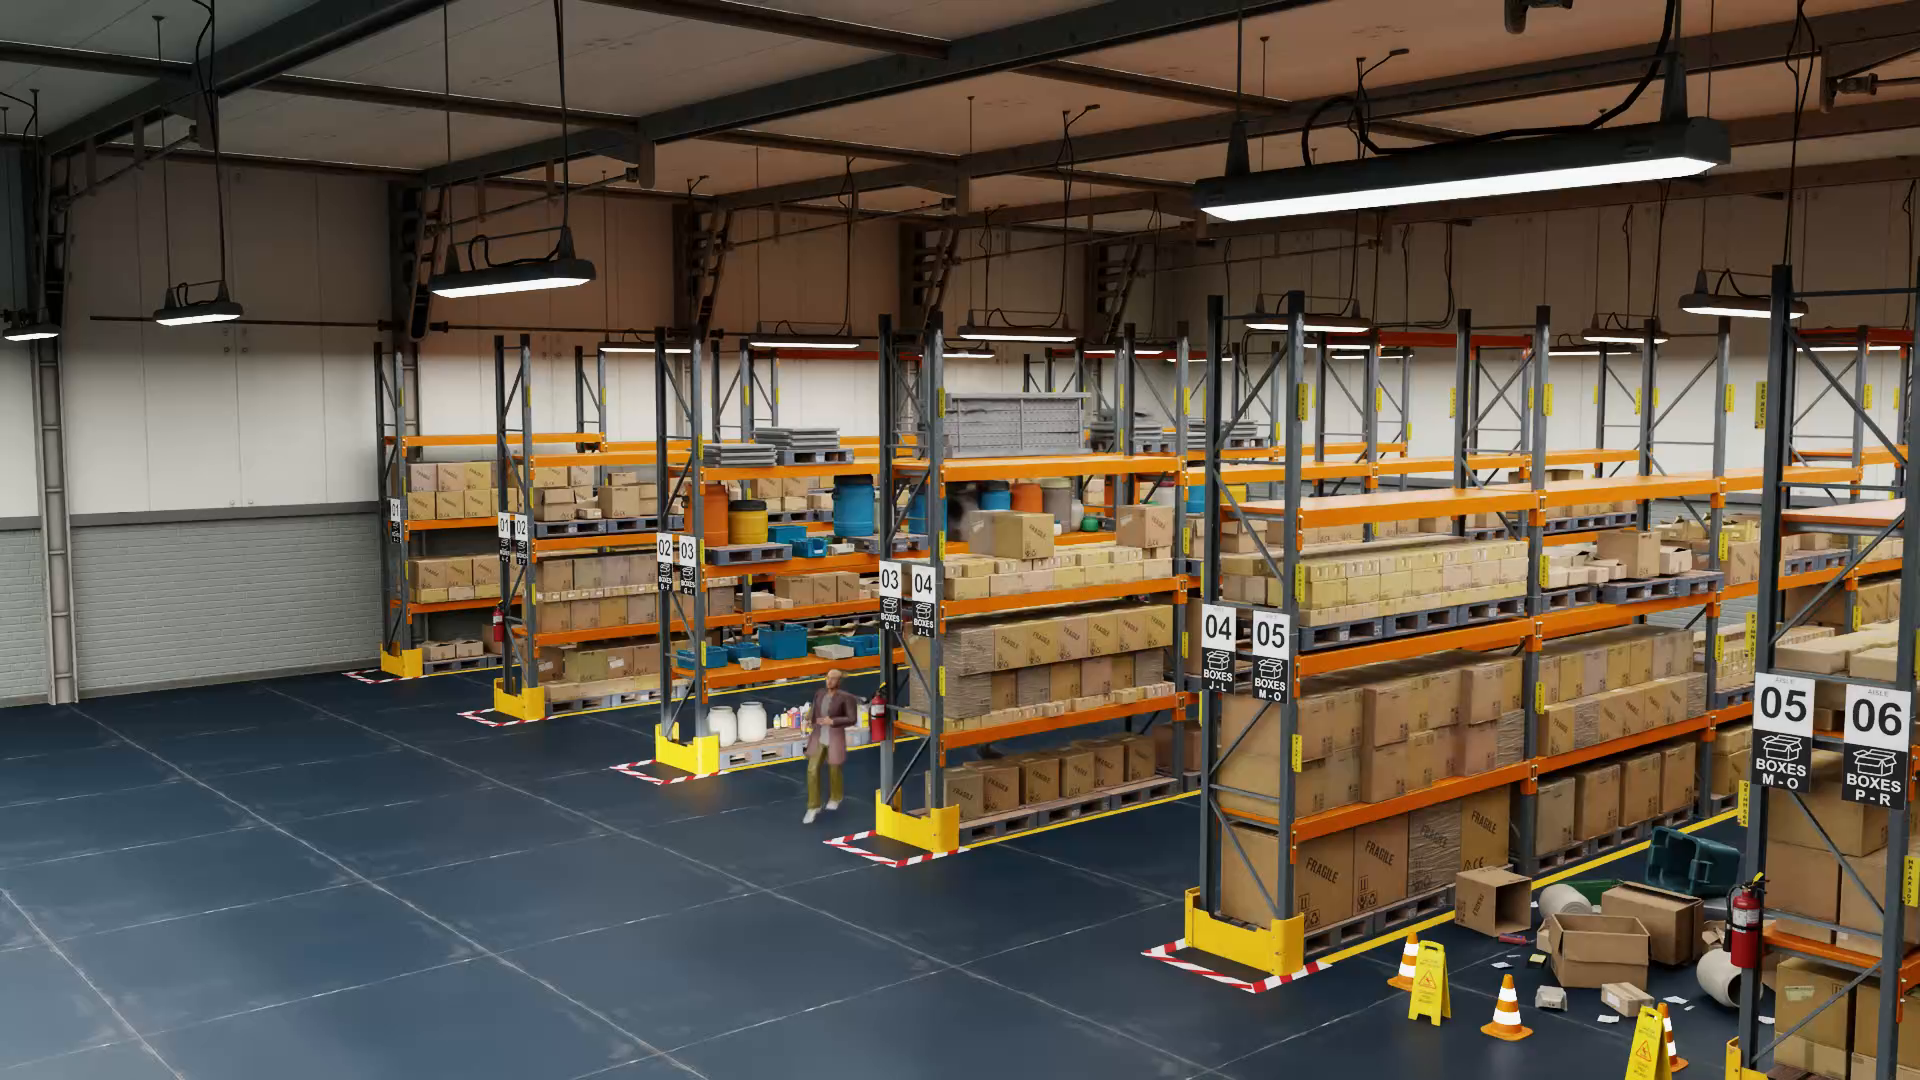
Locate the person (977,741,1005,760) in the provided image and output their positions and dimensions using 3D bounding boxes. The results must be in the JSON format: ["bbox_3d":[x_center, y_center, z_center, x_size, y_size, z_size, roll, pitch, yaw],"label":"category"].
[{"bbox_3d":[0.365,2.382,21.769,0.546,1.615,0.608,-4,7,-39],"label":"person"}]

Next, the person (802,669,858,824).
[{"bbox_3d":[-1.557,2.467,20.037,0.734,1.840,0.837,1,5,14],"label":"person"}]
